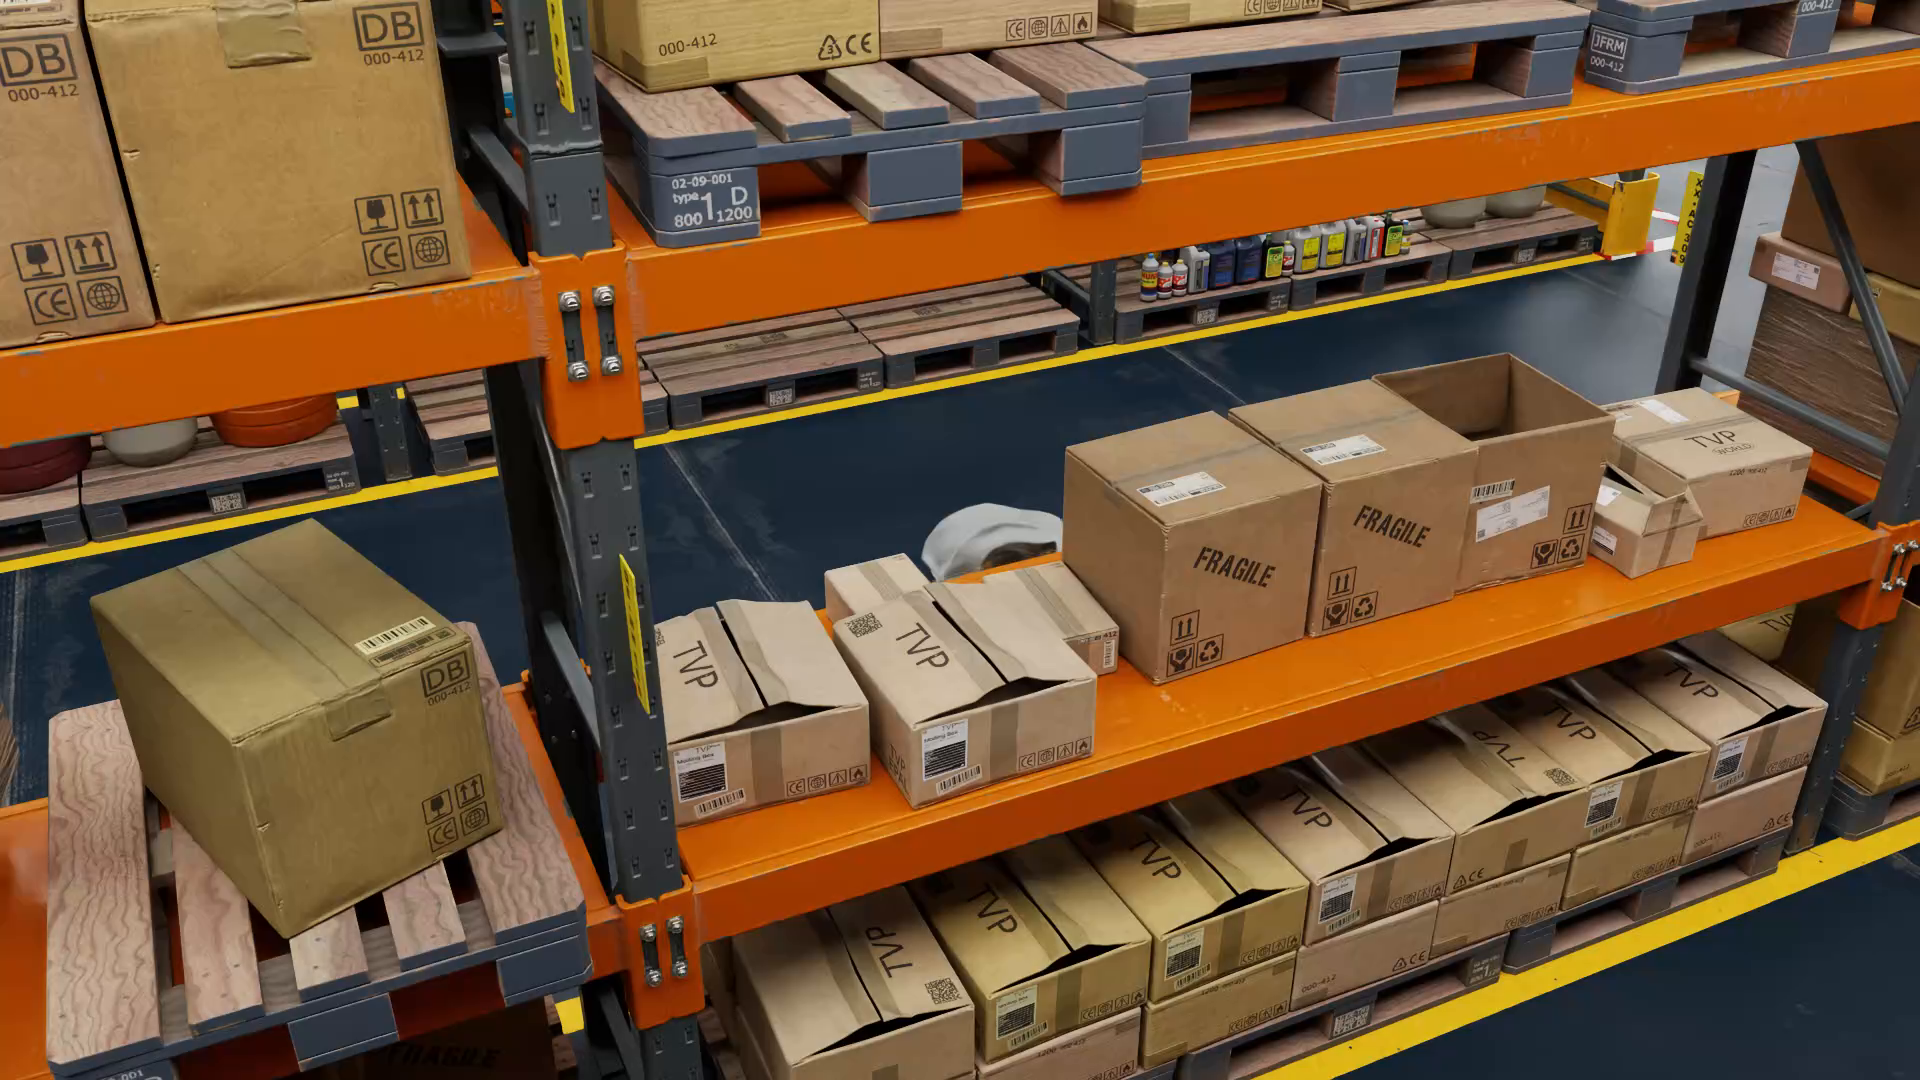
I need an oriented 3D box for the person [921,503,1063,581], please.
[{"bbox_3d":[0.263,0.225,6.499,0.855,0.847,0.461,-15,33,-24],"label":"person"}]
